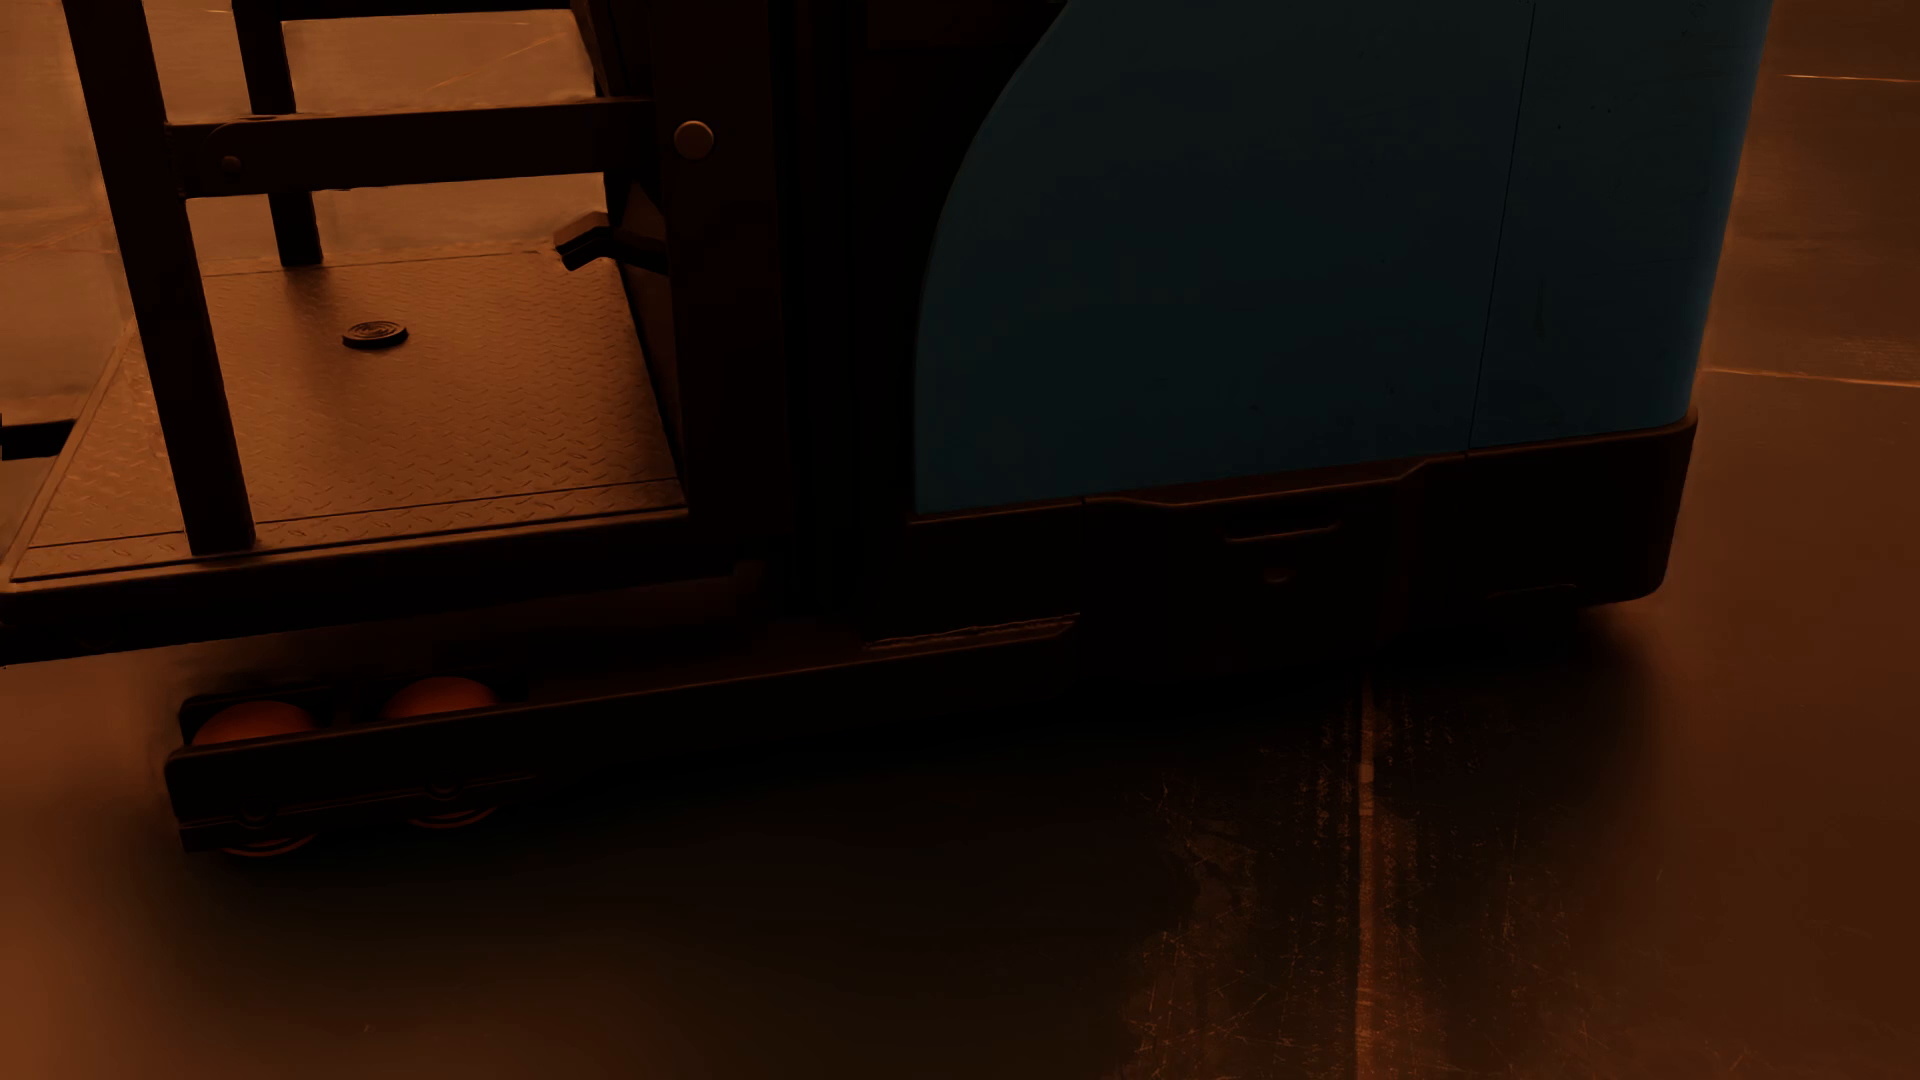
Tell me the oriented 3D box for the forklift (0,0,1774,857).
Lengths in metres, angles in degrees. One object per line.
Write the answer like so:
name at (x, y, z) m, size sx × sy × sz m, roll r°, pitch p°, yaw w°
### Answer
forklift at (-0.620, -1.227, 1.678) m, size 3.031 × 2.935 × 1.130 m, roll -7°, pitch 28°, yaw -13°
